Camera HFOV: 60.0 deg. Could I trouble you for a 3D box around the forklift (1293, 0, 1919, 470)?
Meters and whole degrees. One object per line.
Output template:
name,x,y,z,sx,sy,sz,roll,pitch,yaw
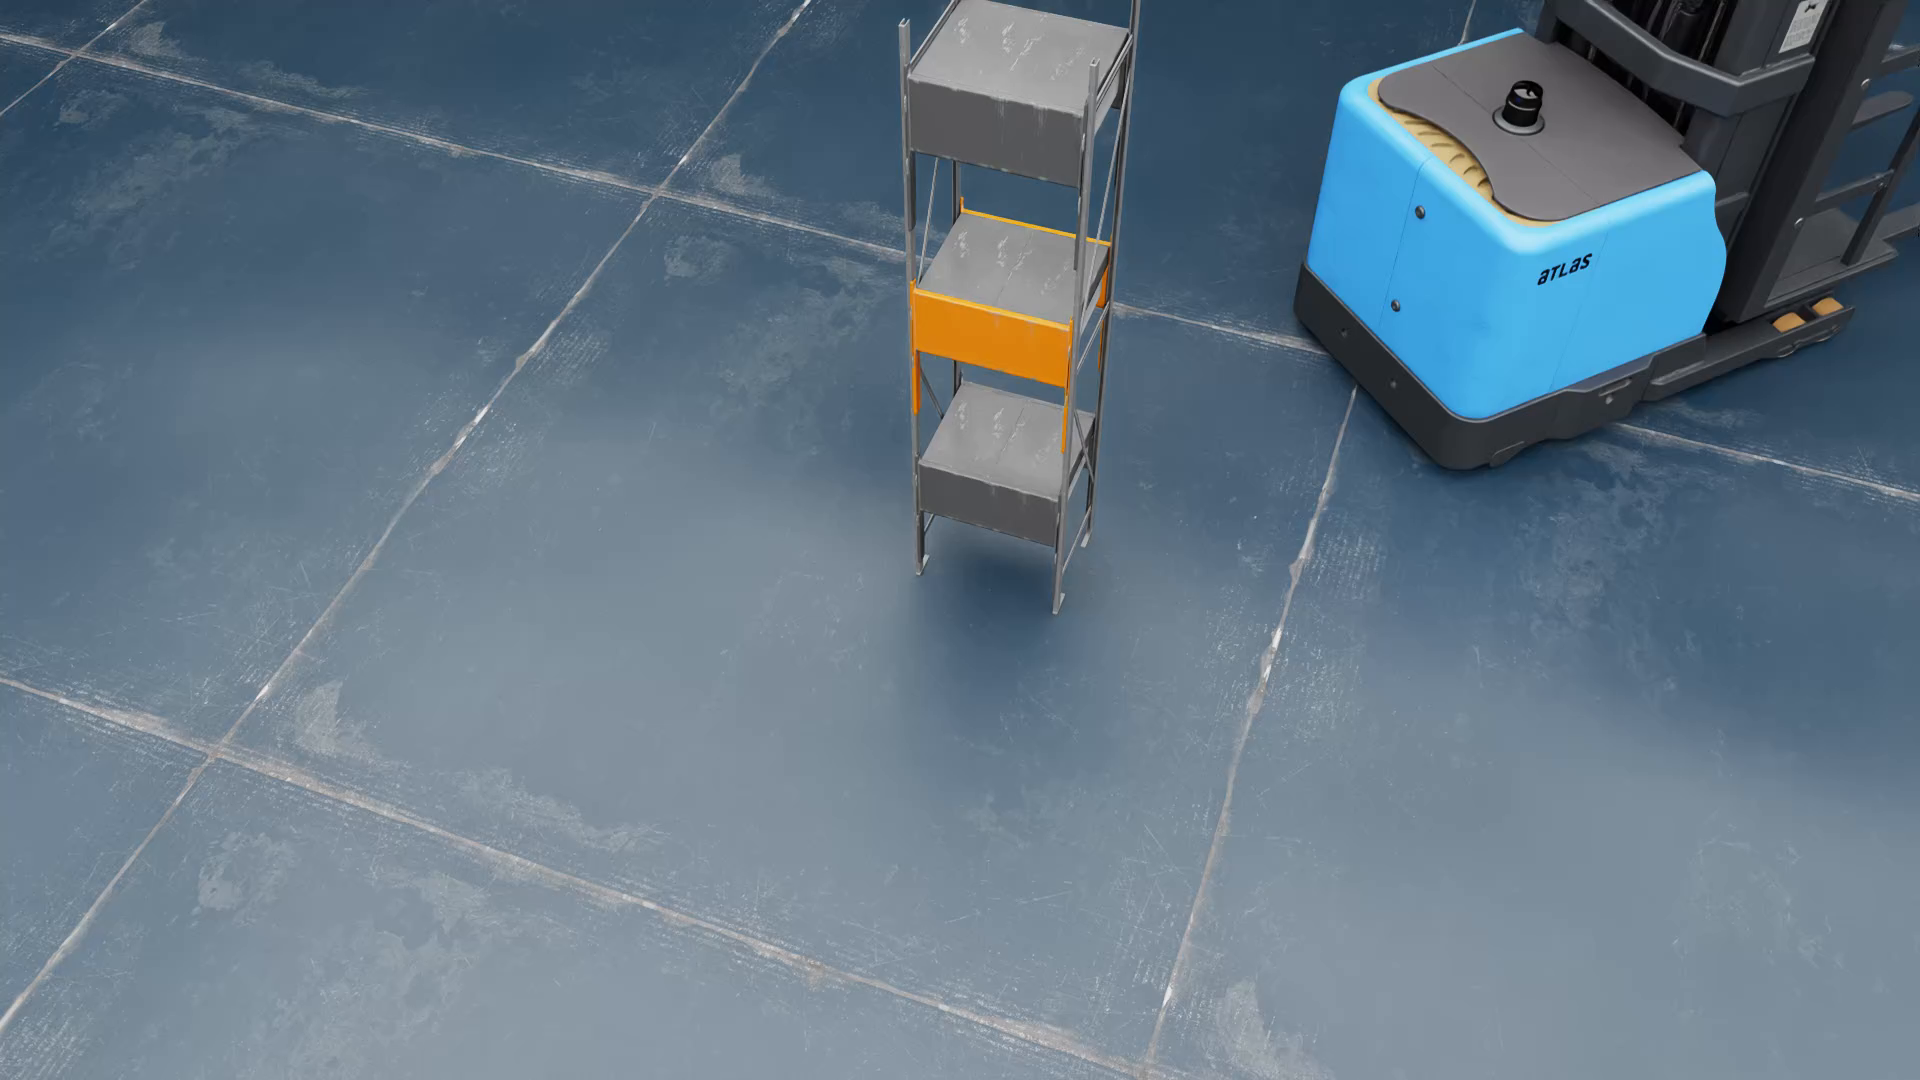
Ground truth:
forklift,2.841,-1.998,5.542,3.031,2.935,1.130,-21,52,-17

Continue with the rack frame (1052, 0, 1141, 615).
rack frame,0.384,-0.580,4.864,0.015,2.100,0.400,16,51,13

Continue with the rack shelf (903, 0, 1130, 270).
rack shelf,0.155,-1.094,4.400,0.480,0.518,0.431,16,51,13

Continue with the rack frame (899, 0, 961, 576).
rack frame,-0.074,-0.708,4.974,0.015,2.100,0.400,16,51,13

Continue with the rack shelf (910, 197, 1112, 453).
rack shelf,0.155,-0.635,4.929,0.480,0.518,0.431,16,51,13

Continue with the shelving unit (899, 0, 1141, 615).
shelving unit,0.155,-0.644,4.919,0.503,2.100,0.431,16,51,13

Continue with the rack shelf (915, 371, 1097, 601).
rack shelf,0.155,-0.177,5.458,0.480,0.518,0.431,16,51,13
